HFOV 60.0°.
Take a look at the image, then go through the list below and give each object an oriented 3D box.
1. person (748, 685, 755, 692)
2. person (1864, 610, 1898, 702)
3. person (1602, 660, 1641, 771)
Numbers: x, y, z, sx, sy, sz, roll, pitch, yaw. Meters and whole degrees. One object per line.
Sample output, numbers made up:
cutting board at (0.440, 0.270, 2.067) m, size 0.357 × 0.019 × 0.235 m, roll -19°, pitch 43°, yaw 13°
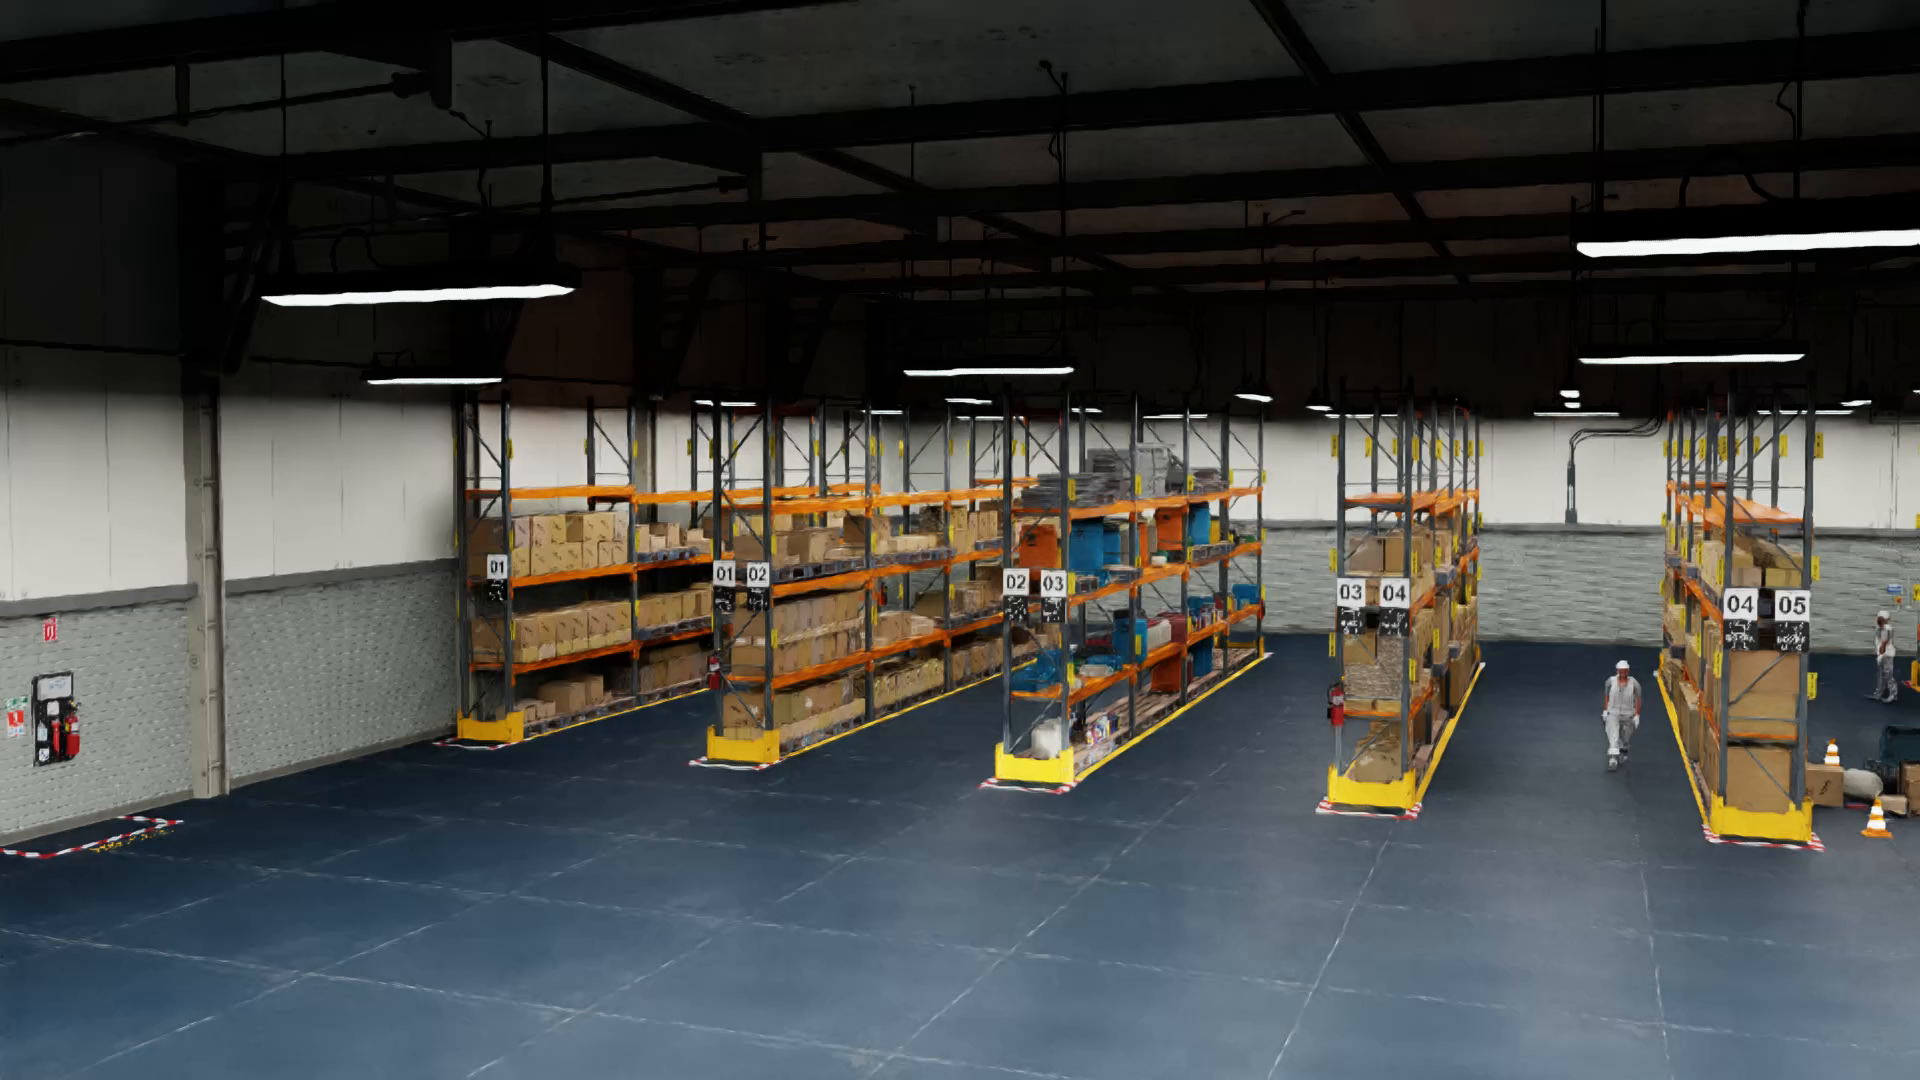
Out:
person at (-3.742, 2.480, 31.121) m, size 0.639 × 1.632 × 0.512 m, roll 1°, pitch 3°, yaw 18°
person at (18.267, 2.281, 32.941) m, size 0.586 × 1.782 × 0.691 m, roll 2°, pitch 4°, yaw 30°
person at (10.309, 2.706, 25.894) m, size 0.549 × 1.709 × 1.128 m, roll 1°, pitch 3°, yaw 18°
